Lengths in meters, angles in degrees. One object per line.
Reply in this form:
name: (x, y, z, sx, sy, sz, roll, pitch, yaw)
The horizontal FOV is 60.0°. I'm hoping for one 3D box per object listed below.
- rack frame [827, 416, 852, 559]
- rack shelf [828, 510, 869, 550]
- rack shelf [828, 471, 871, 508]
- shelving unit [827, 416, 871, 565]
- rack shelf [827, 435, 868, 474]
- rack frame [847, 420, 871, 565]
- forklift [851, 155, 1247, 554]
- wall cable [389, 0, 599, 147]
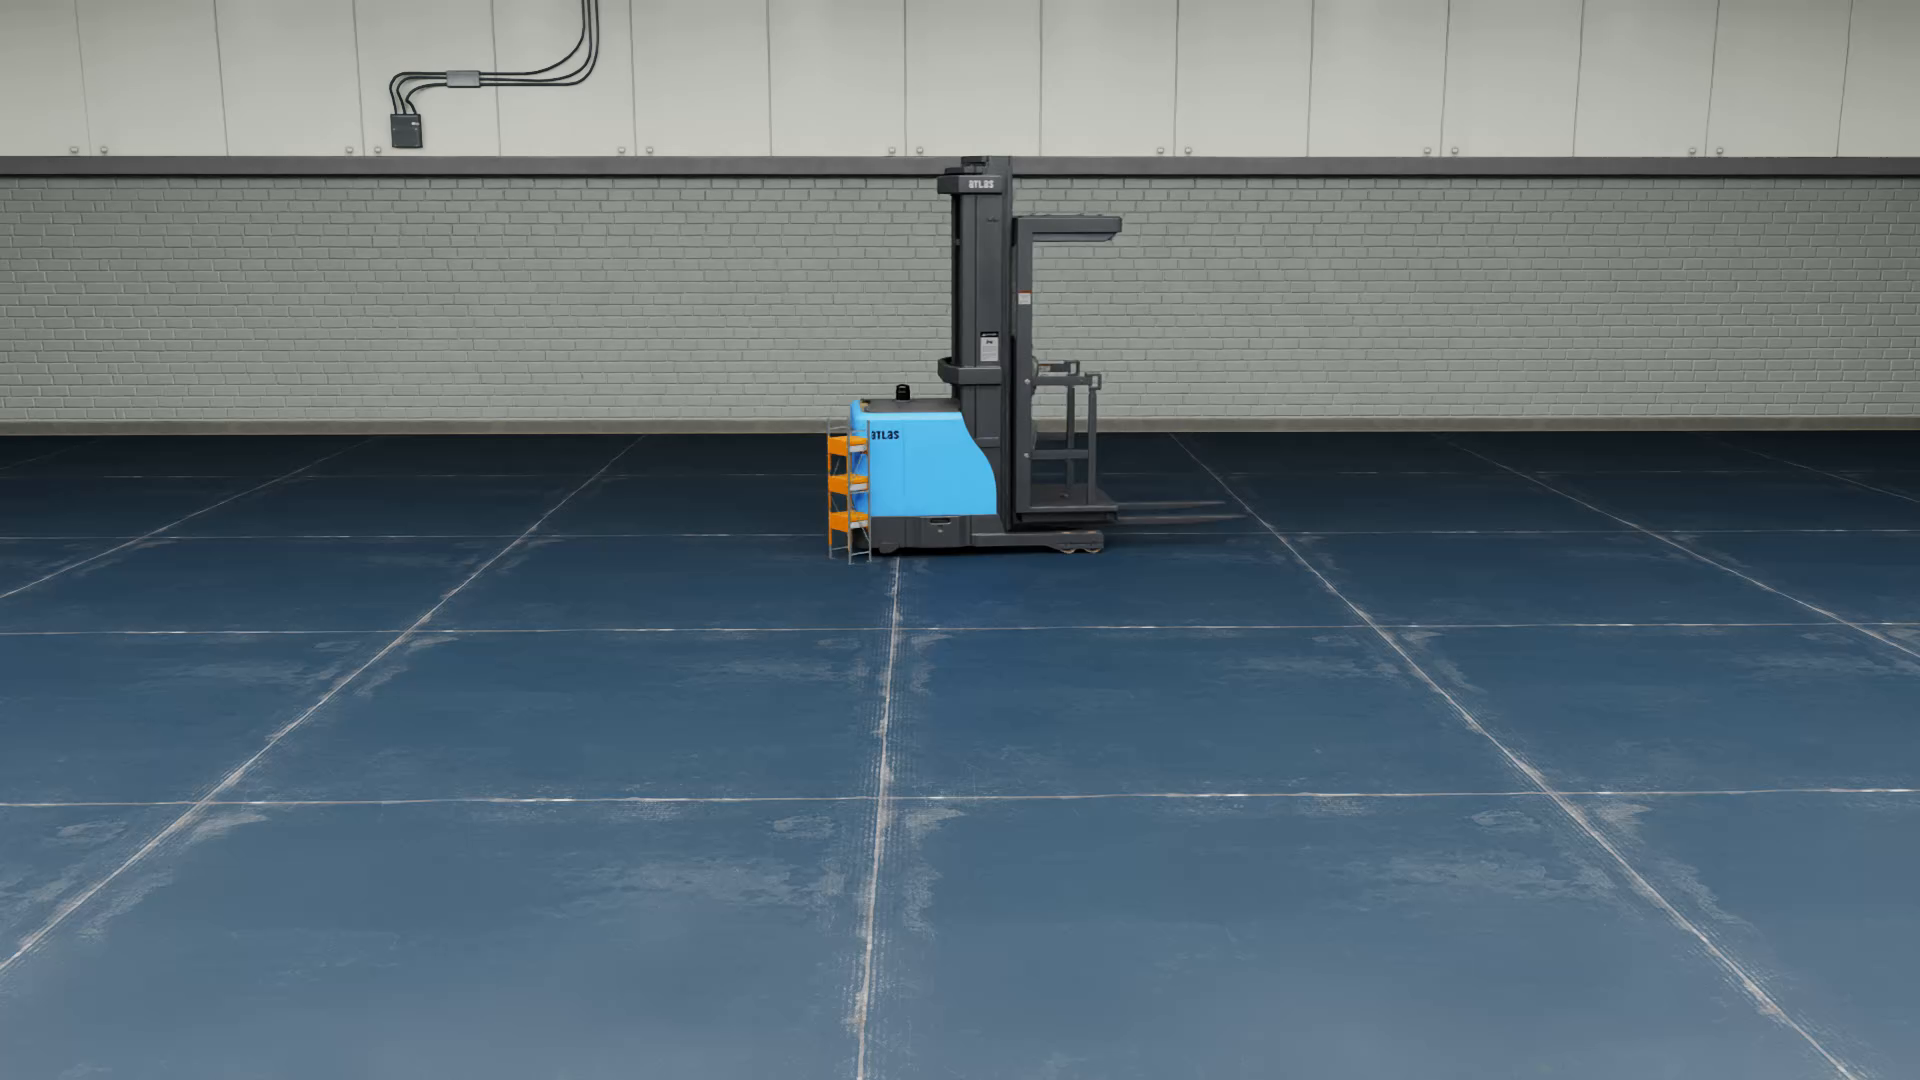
rack frame: (-0.893, -0.384, 12.314, 0.200, 1.050, 0.008, -10, 15, -39)
rack shelf: (-0.814, -0.083, 12.280, 0.215, 0.259, 0.240, -10, 15, -39)
rack shelf: (-0.814, -0.356, 12.224, 0.215, 0.259, 0.240, -10, 15, -39)
shelving unit: (-0.814, -0.366, 12.222, 0.215, 1.050, 0.252, -10, 15, -39)
rack shelf: (-0.814, -0.634, 12.168, 0.215, 0.259, 0.240, -10, 15, -39)
rack frame: (-0.735, -0.347, 12.131, 0.200, 1.050, 0.008, -10, 15, -39)
forklift: (0.675, -1.435, 12.762, 3.031, 2.935, 1.130, -1, 12, -5)
wall cable: (-5.099, -7.282, 17.765, 2.305, 6.003, 0.169, 0, 11, -1)
